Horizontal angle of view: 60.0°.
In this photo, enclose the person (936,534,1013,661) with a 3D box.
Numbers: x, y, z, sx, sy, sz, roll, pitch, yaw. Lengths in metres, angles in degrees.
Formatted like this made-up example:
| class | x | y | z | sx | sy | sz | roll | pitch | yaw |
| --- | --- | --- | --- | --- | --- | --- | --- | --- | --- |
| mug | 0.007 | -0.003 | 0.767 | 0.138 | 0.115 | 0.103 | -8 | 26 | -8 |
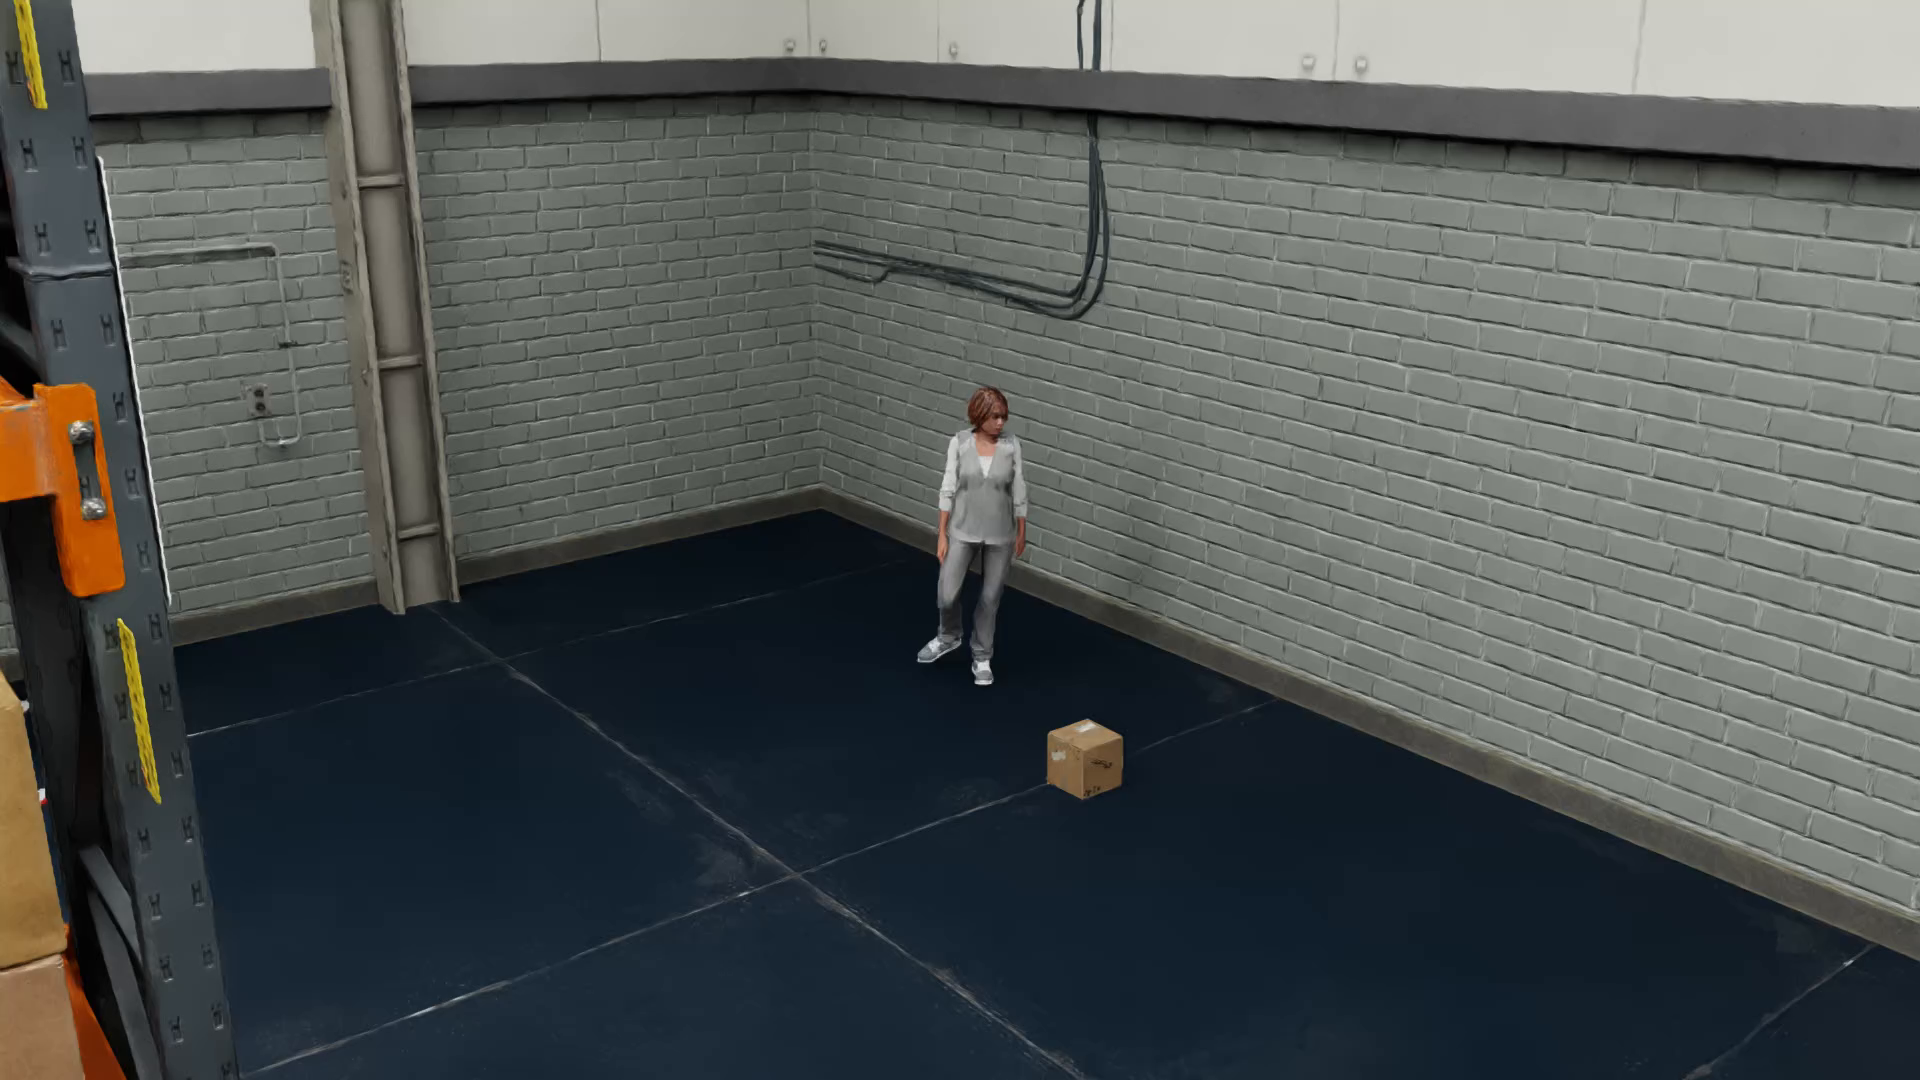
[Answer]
| class | x | y | z | sx | sy | sz | roll | pitch | yaw |
| --- | --- | --- | --- | --- | --- | --- | --- | --- | --- |
| person | 0.076 | 0.251 | 8.678 | 0.400 | 0.876 | 0.380 | 0 | 18 | -1 |
